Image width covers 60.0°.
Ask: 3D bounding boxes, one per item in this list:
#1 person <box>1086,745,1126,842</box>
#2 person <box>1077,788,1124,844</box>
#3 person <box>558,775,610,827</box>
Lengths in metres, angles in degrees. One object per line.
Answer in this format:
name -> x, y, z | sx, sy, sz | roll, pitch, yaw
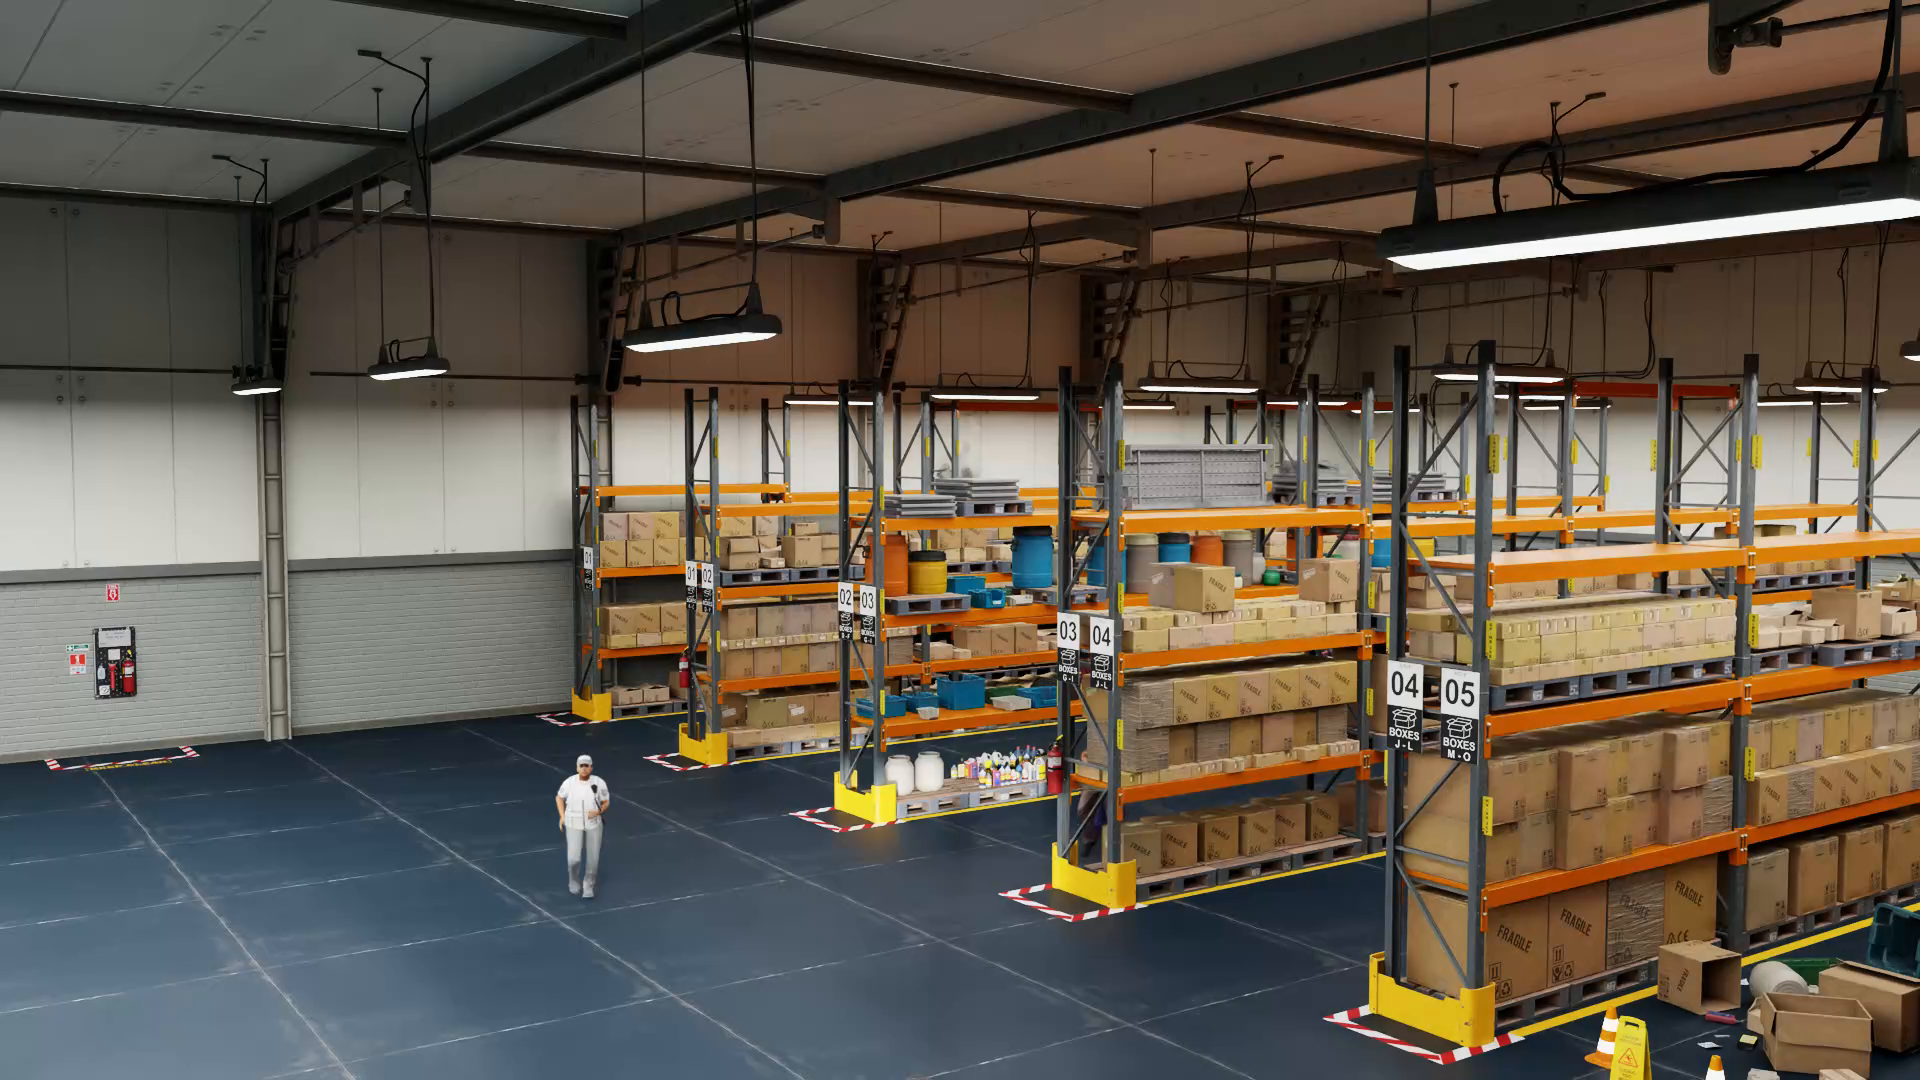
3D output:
person -> 1.868, 3.131, 21.537 | 0.941, 1.457, 0.578 | -3, 5, -44
person -> 1.795, 3.331, 20.730 | 0.687, 0.892, 0.416 | -3, 5, -41
person -> -4.224, 2.904, 18.669 | 0.567, 0.565, 0.411 | -1, 4, -13
